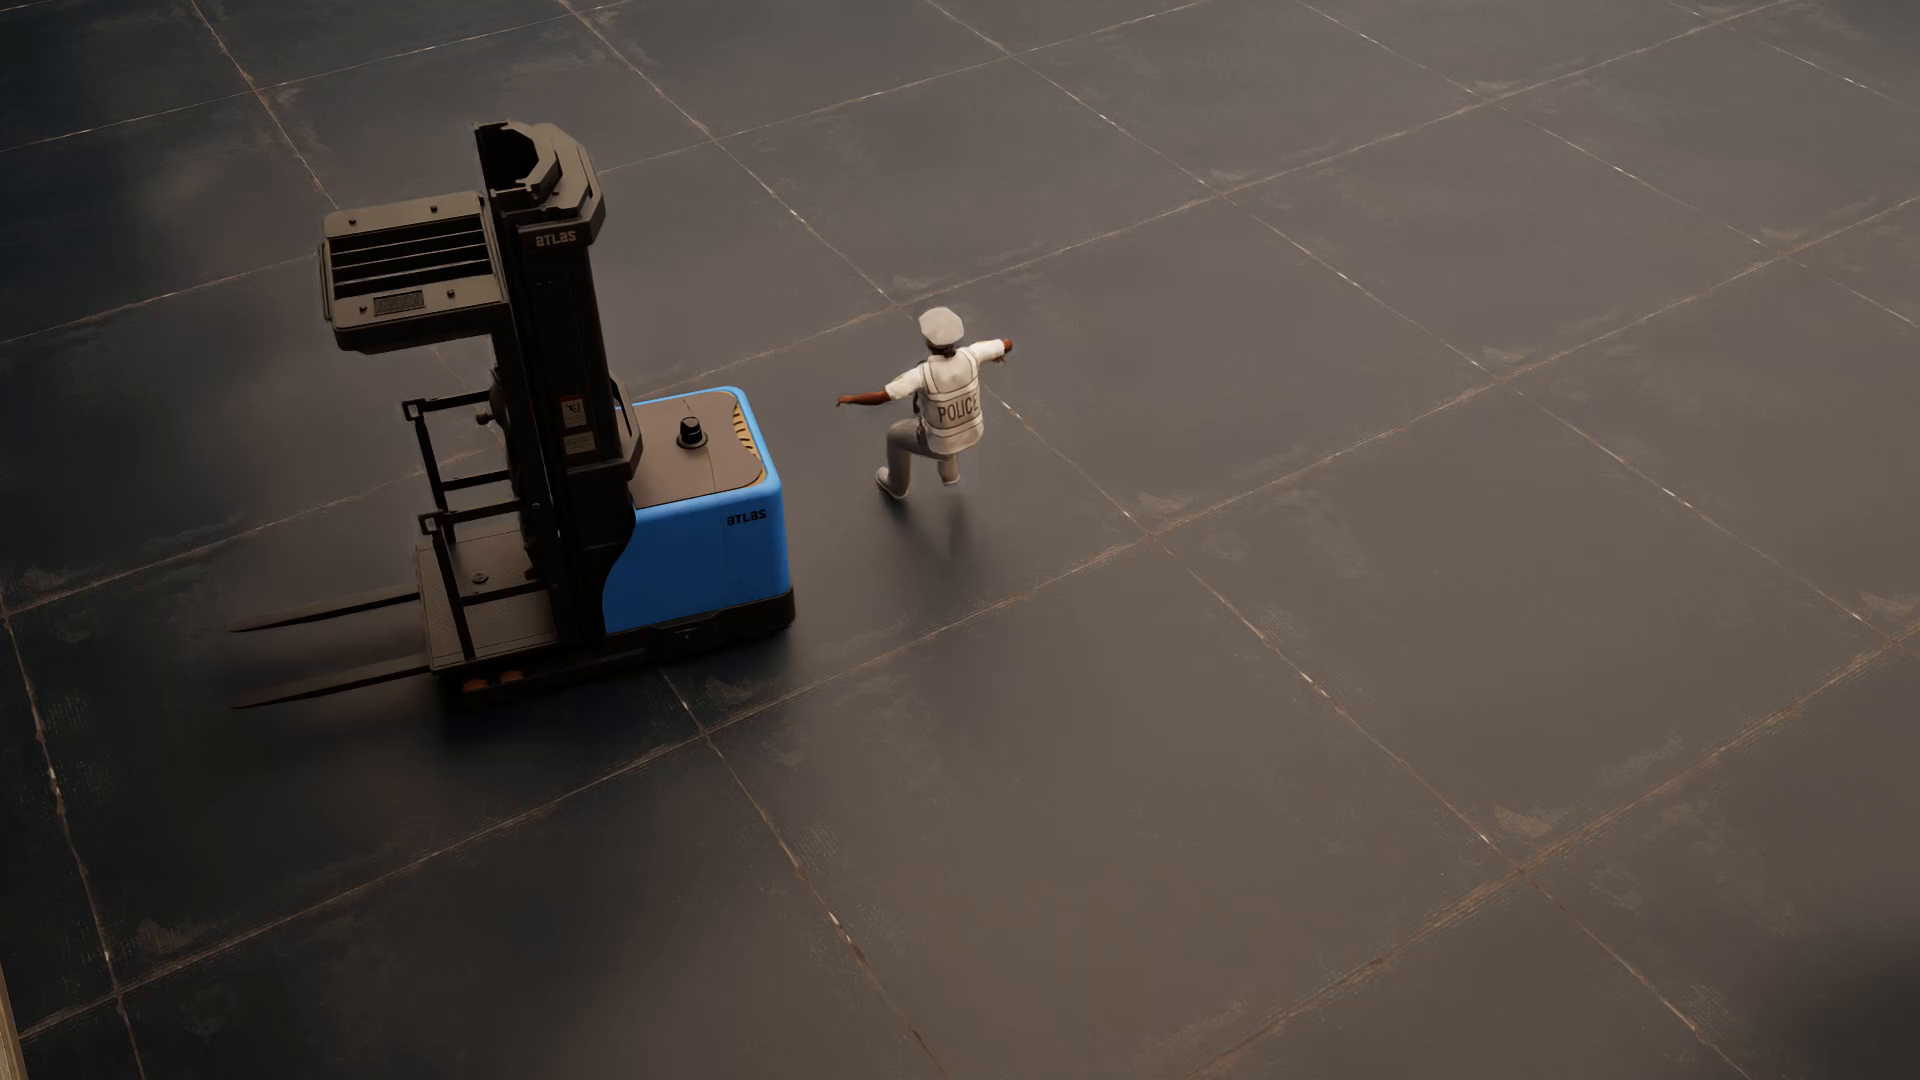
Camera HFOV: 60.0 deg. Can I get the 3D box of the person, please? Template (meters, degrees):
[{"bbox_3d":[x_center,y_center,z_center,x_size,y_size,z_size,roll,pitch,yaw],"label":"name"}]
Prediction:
[{"bbox_3d":[-0.206,-0.797,9.808,1.073,1.490,0.783,-22,46,-23],"label":"person"}]

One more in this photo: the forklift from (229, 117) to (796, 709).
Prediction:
[{"bbox_3d":[-2.514,-0.580,8.535,3.031,2.935,1.130,-13,43,-14],"label":"forklift"}]
